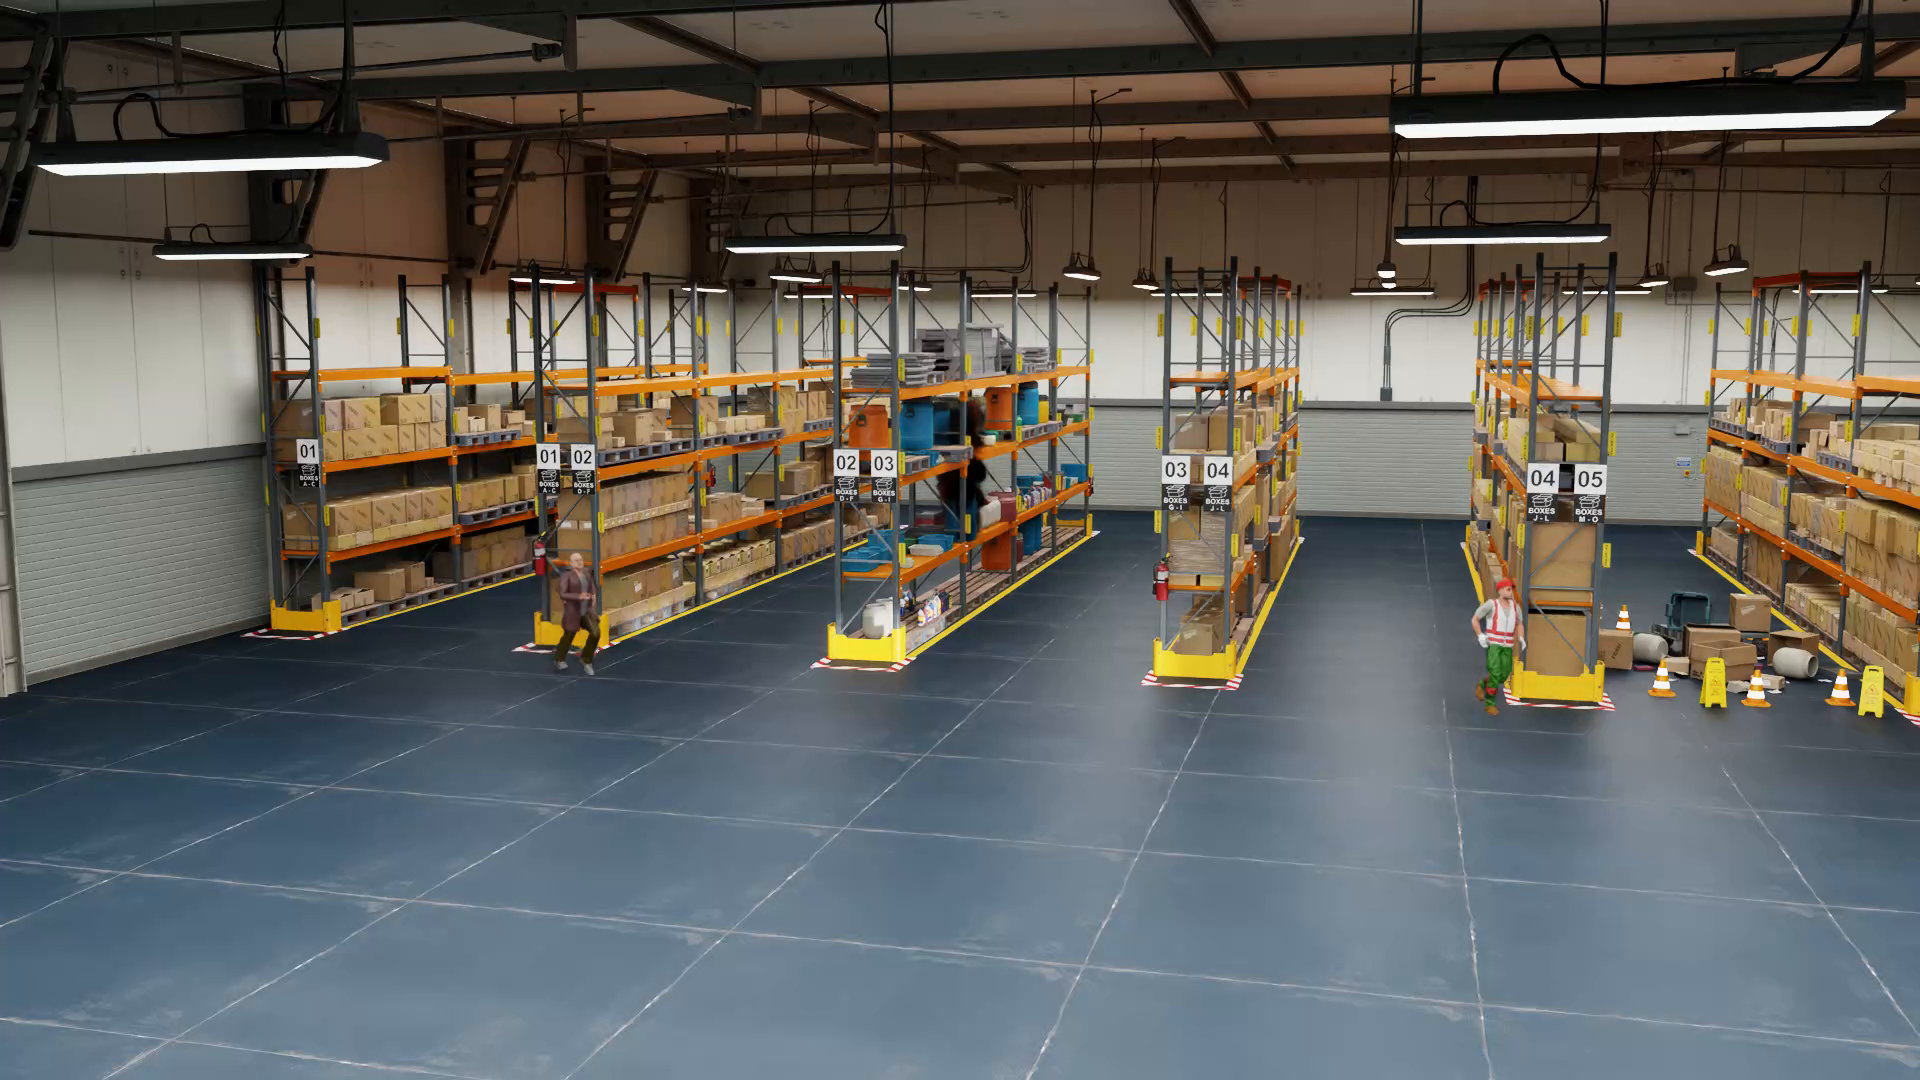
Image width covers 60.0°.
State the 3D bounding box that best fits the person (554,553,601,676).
[{"bbox_3d":[-5.532,1.072,24.133,0.728,1.807,0.964,-7,10,-42],"label":"person"}]

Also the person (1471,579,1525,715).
[{"bbox_3d":[7.072,1.385,21.869,0.712,1.740,0.644,-2,7,-13],"label":"person"}]
